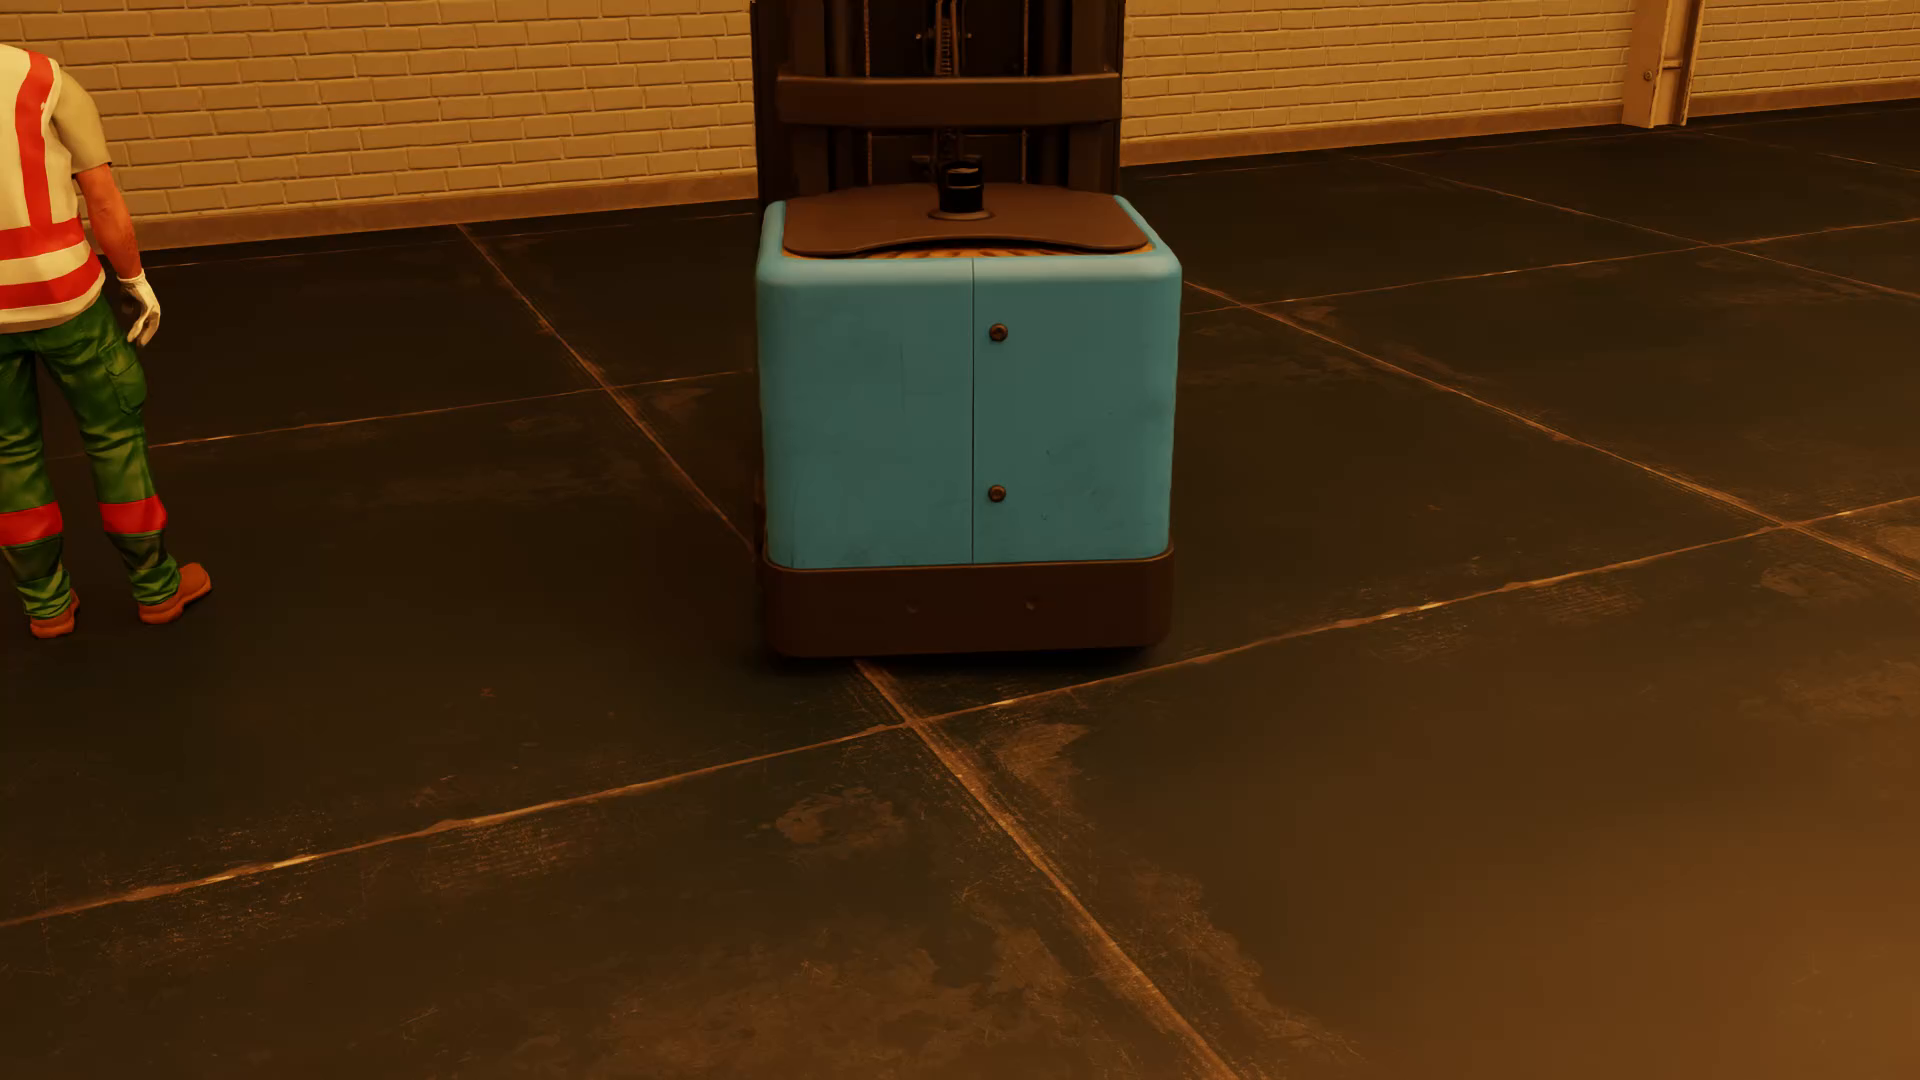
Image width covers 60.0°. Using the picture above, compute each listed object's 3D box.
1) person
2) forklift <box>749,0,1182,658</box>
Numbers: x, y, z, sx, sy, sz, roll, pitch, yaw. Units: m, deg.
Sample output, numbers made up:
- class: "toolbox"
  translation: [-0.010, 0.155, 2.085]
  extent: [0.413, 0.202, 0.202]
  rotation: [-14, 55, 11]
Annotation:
- class: "person"
  translation: [-2.397, -0.610, 4.260]
  extent: [0.621, 1.780, 0.445]
  rotation: [-7, 24, -16]
- class: "forklift"
  translation: [-0.085, -1.580, 5.089]
  extent: [1.130, 2.935, 3.031]
  rotation: [-2, 23, -4]
